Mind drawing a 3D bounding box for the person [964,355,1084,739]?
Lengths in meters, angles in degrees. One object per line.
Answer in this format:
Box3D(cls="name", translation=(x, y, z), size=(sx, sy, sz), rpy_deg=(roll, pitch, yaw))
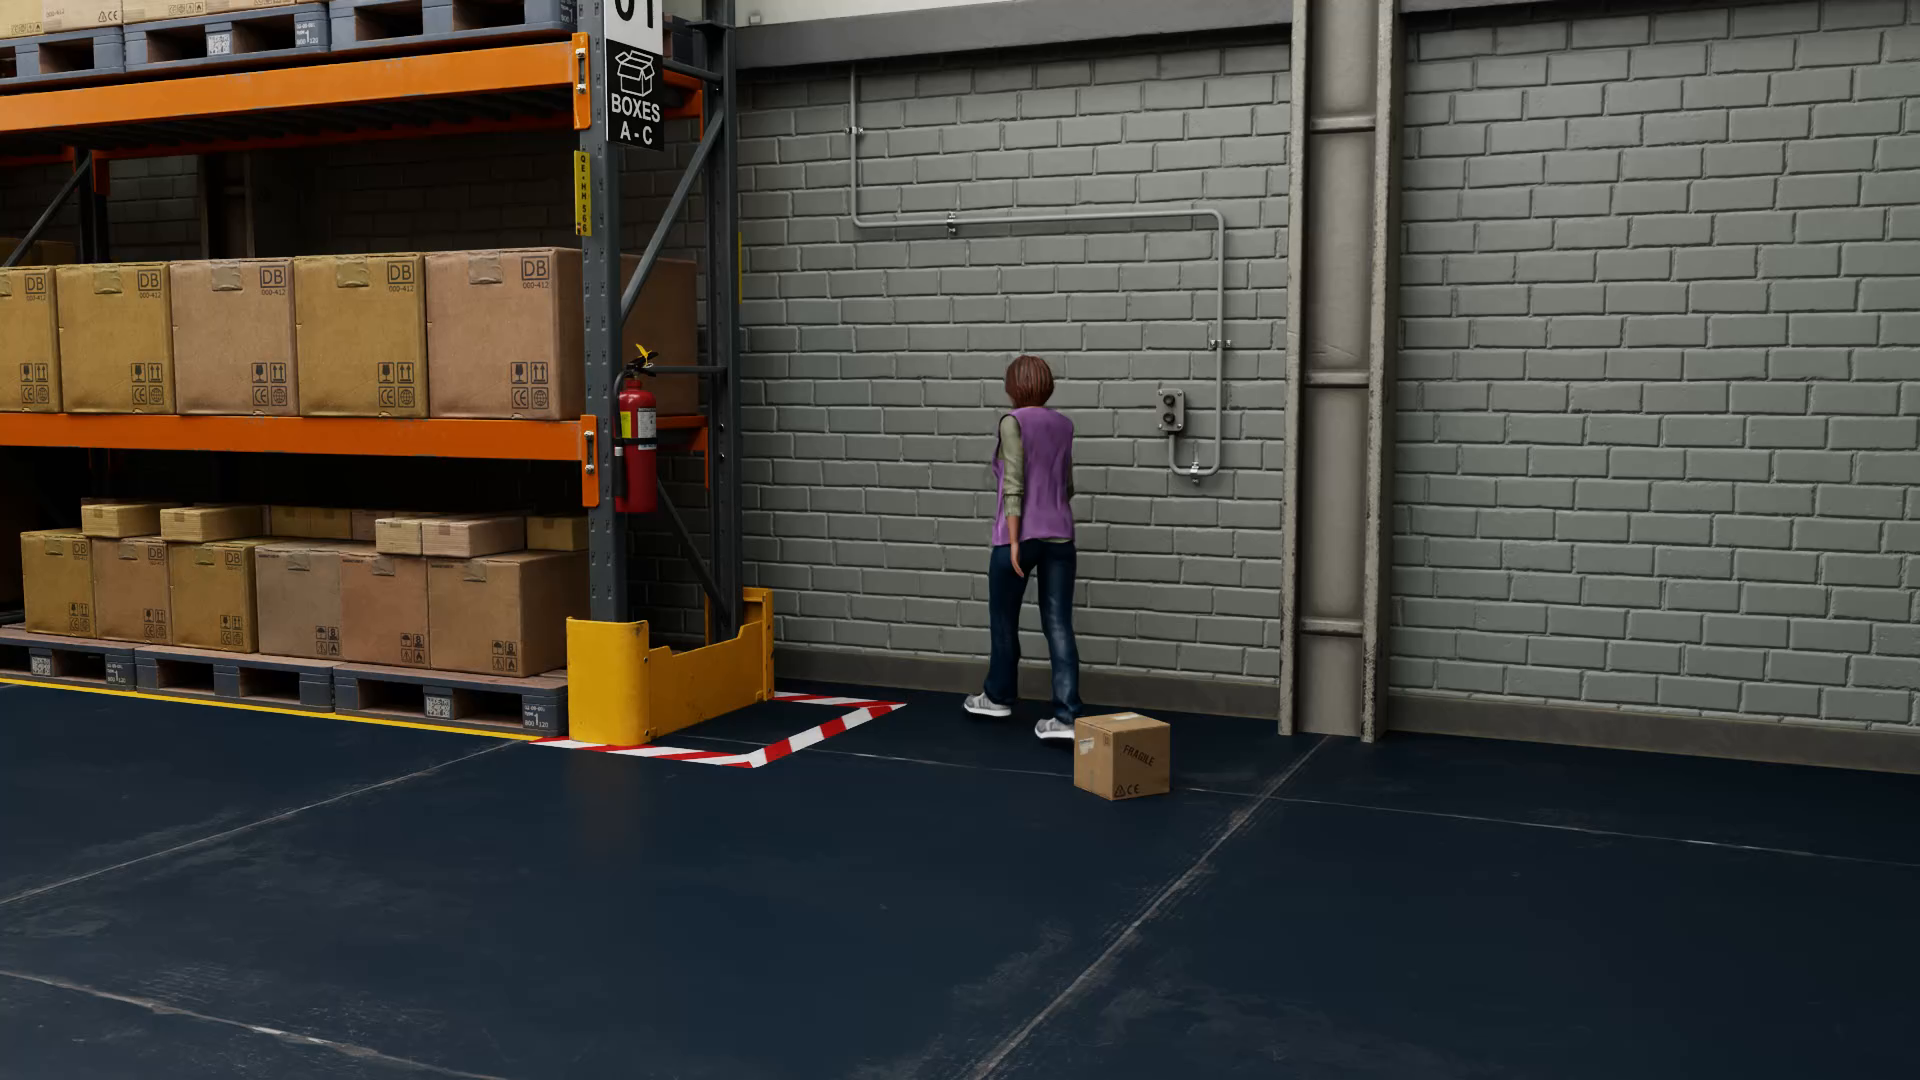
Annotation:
Box3D(cls="person", translation=(0.315, 0.009, 6.855), size=(0.411, 1.539, 0.872), rpy_deg=(-2, 6, -22))
